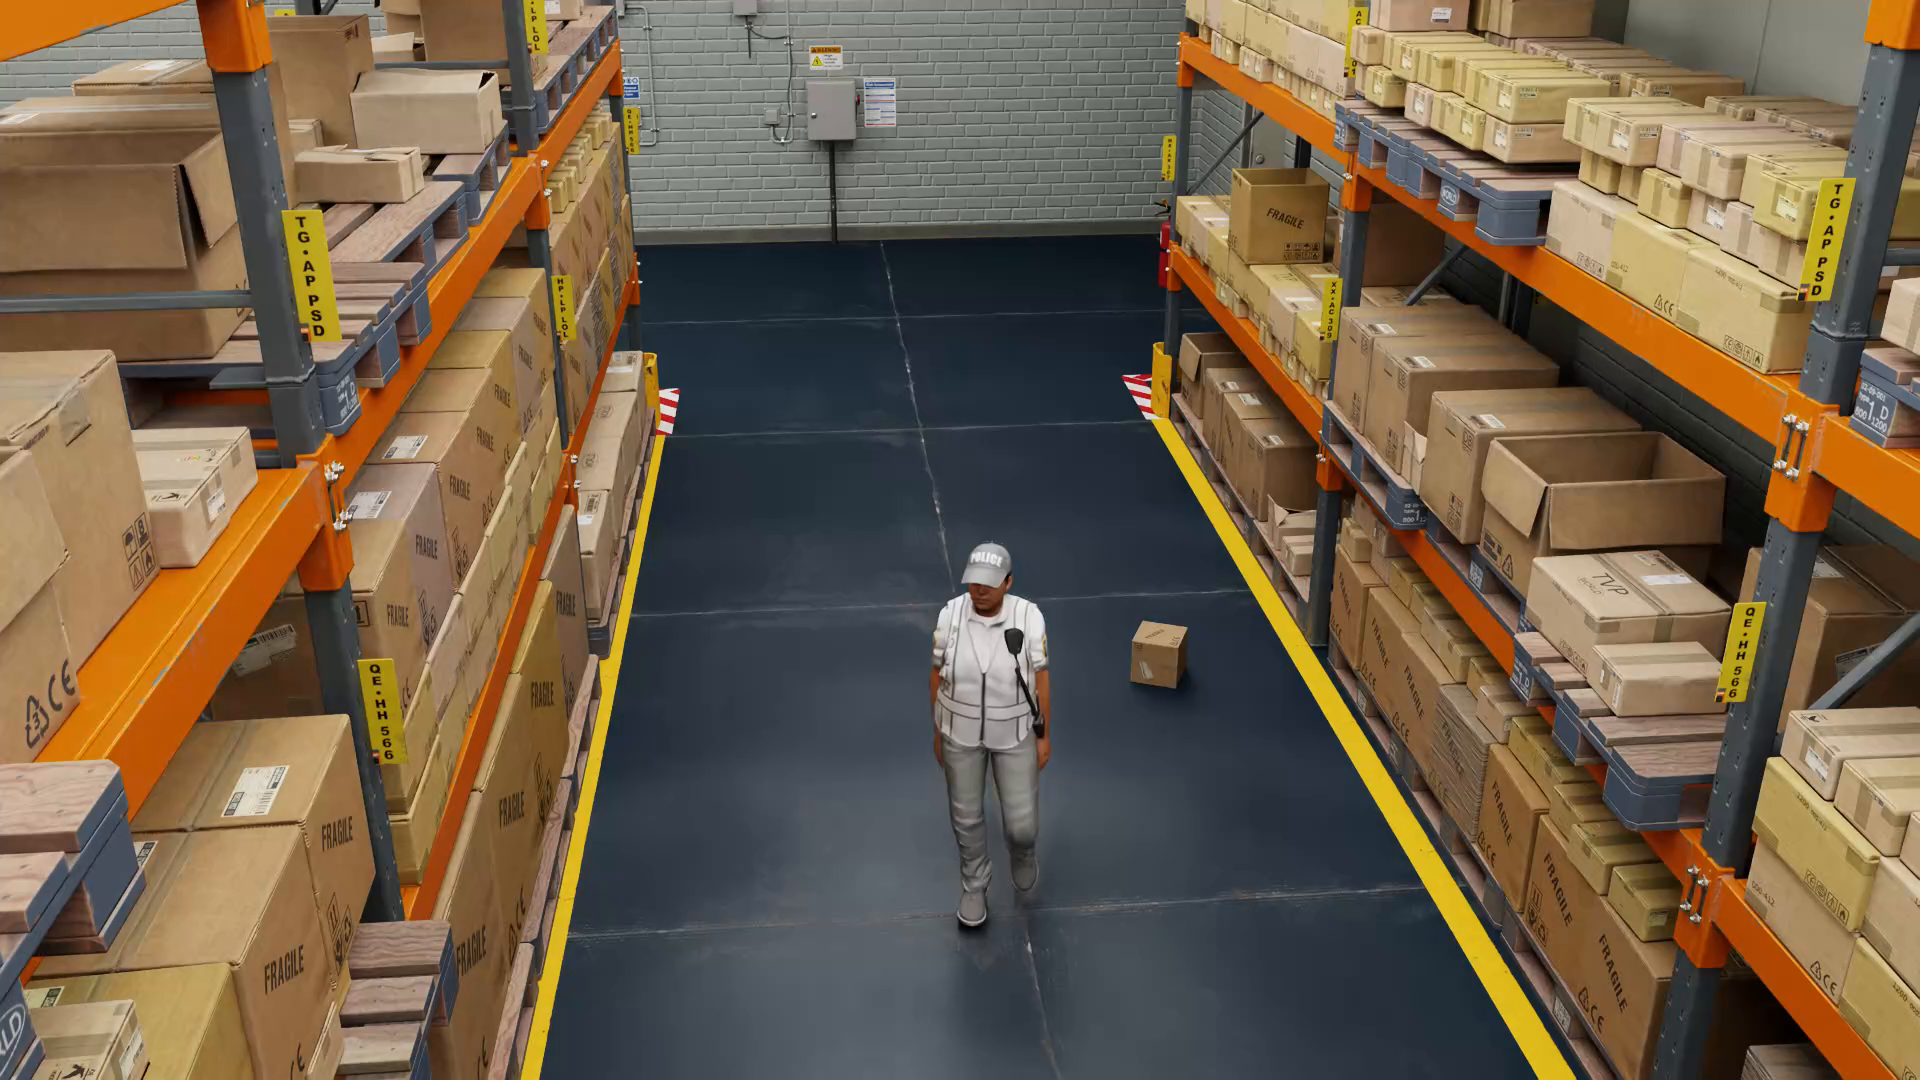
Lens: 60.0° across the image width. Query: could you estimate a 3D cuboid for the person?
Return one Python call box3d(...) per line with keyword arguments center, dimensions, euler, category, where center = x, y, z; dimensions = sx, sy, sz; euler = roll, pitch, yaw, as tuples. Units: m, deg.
box3d(center=(0.119, 0.786, 6.753), dimensions=(0.498, 1.658, 0.475), euler=(4, 24, 8), category="person")
